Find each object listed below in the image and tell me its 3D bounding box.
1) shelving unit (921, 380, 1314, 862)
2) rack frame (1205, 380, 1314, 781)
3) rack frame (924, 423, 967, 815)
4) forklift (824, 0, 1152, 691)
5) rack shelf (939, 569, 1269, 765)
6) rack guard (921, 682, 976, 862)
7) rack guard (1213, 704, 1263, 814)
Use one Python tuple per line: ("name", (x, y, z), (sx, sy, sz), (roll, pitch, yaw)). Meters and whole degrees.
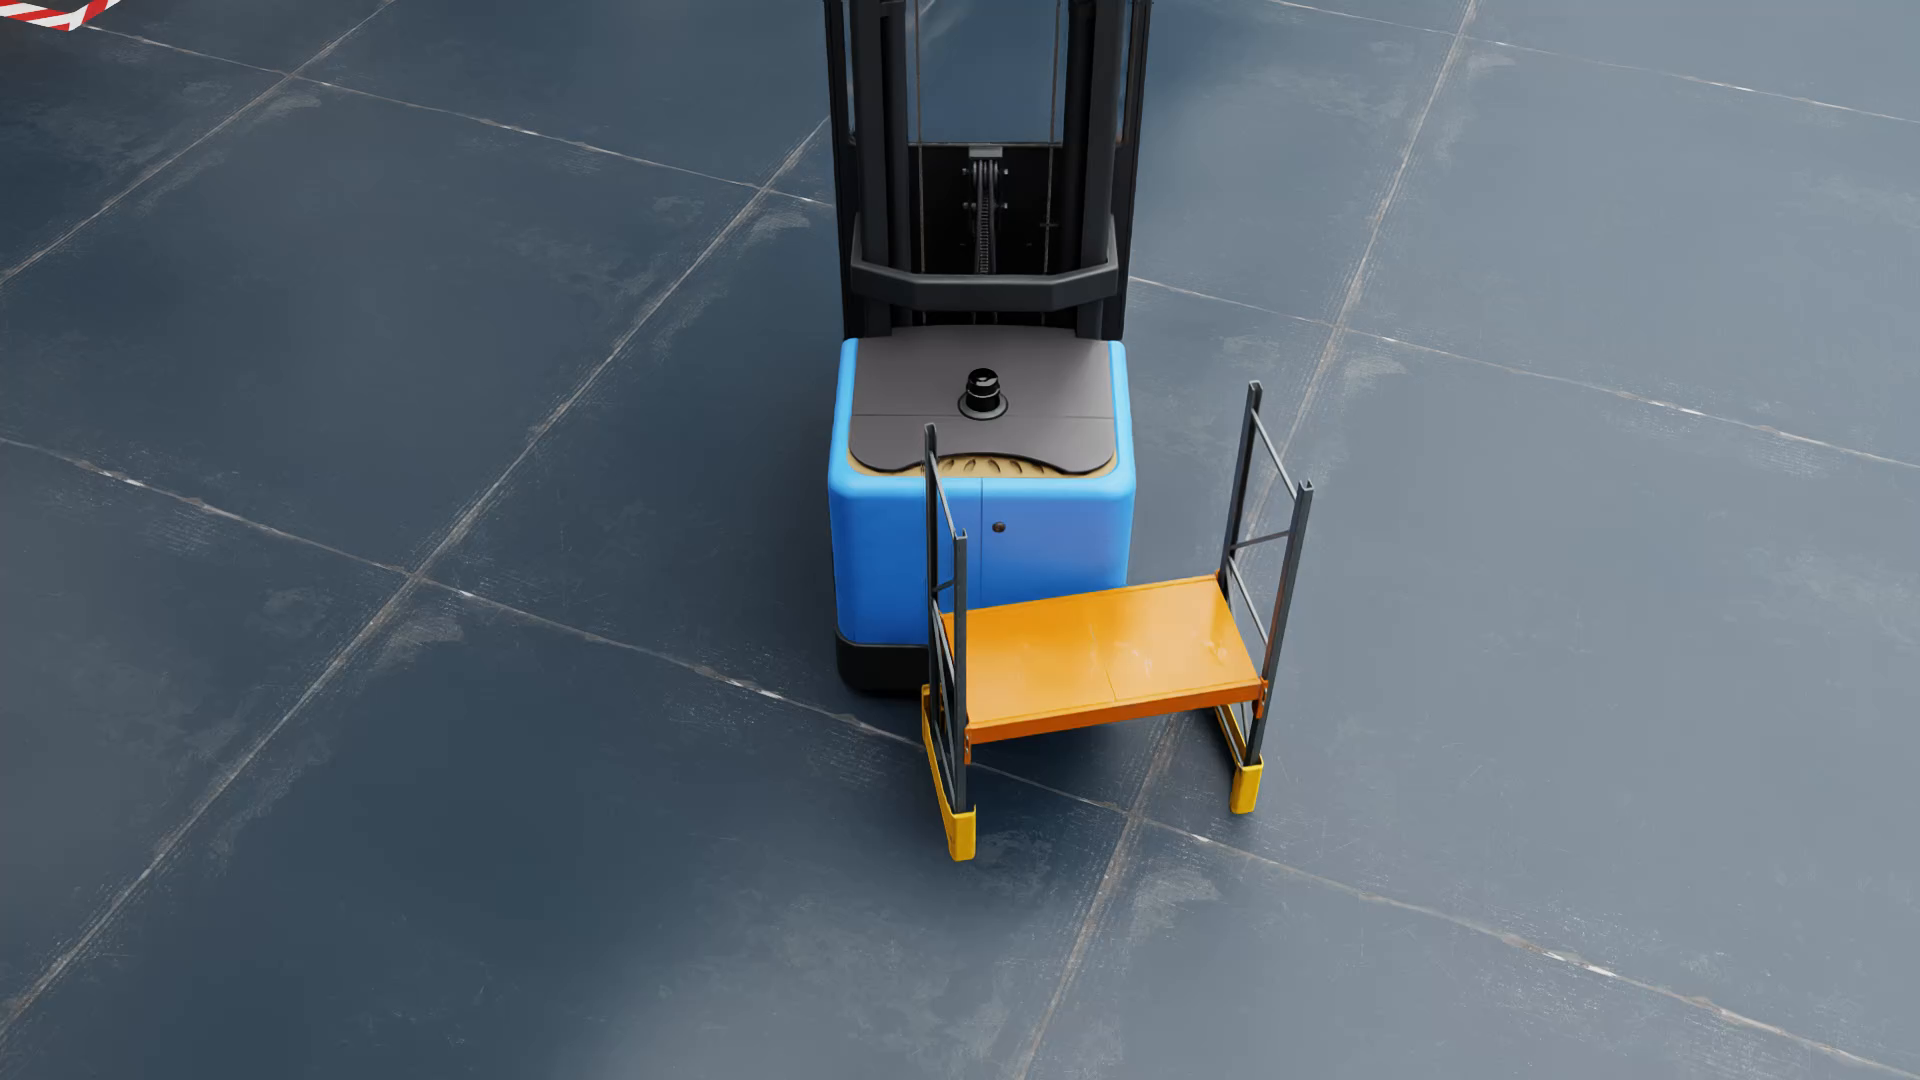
("shelving unit", (0.446, 0.286, 5.399), (1.083, 1.500, 0.587), (-8, 45, -8))
("rack frame", (0.953, 0.215, 5.471), (0.032, 1.500, 0.500), (-8, 45, -8))
("rack frame", (-0.044, 0.355, 5.330), (0.032, 1.500, 0.500), (-8, 45, -8))
("forklift", (0.095, -1.502, 6.181), (1.130, 2.935, 3.031), (1, 45, 1))
("rack shelf", (0.455, 0.413, 5.527), (1.000, 0.185, 0.538), (-8, 45, -8))
("rack guard", (-0.043, 0.798, 5.771), (0.087, 0.250, 0.587), (-8, 45, -8))
("rack guard", (0.934, 0.660, 5.909), (0.087, 0.250, 0.587), (-8, 45, -8))
